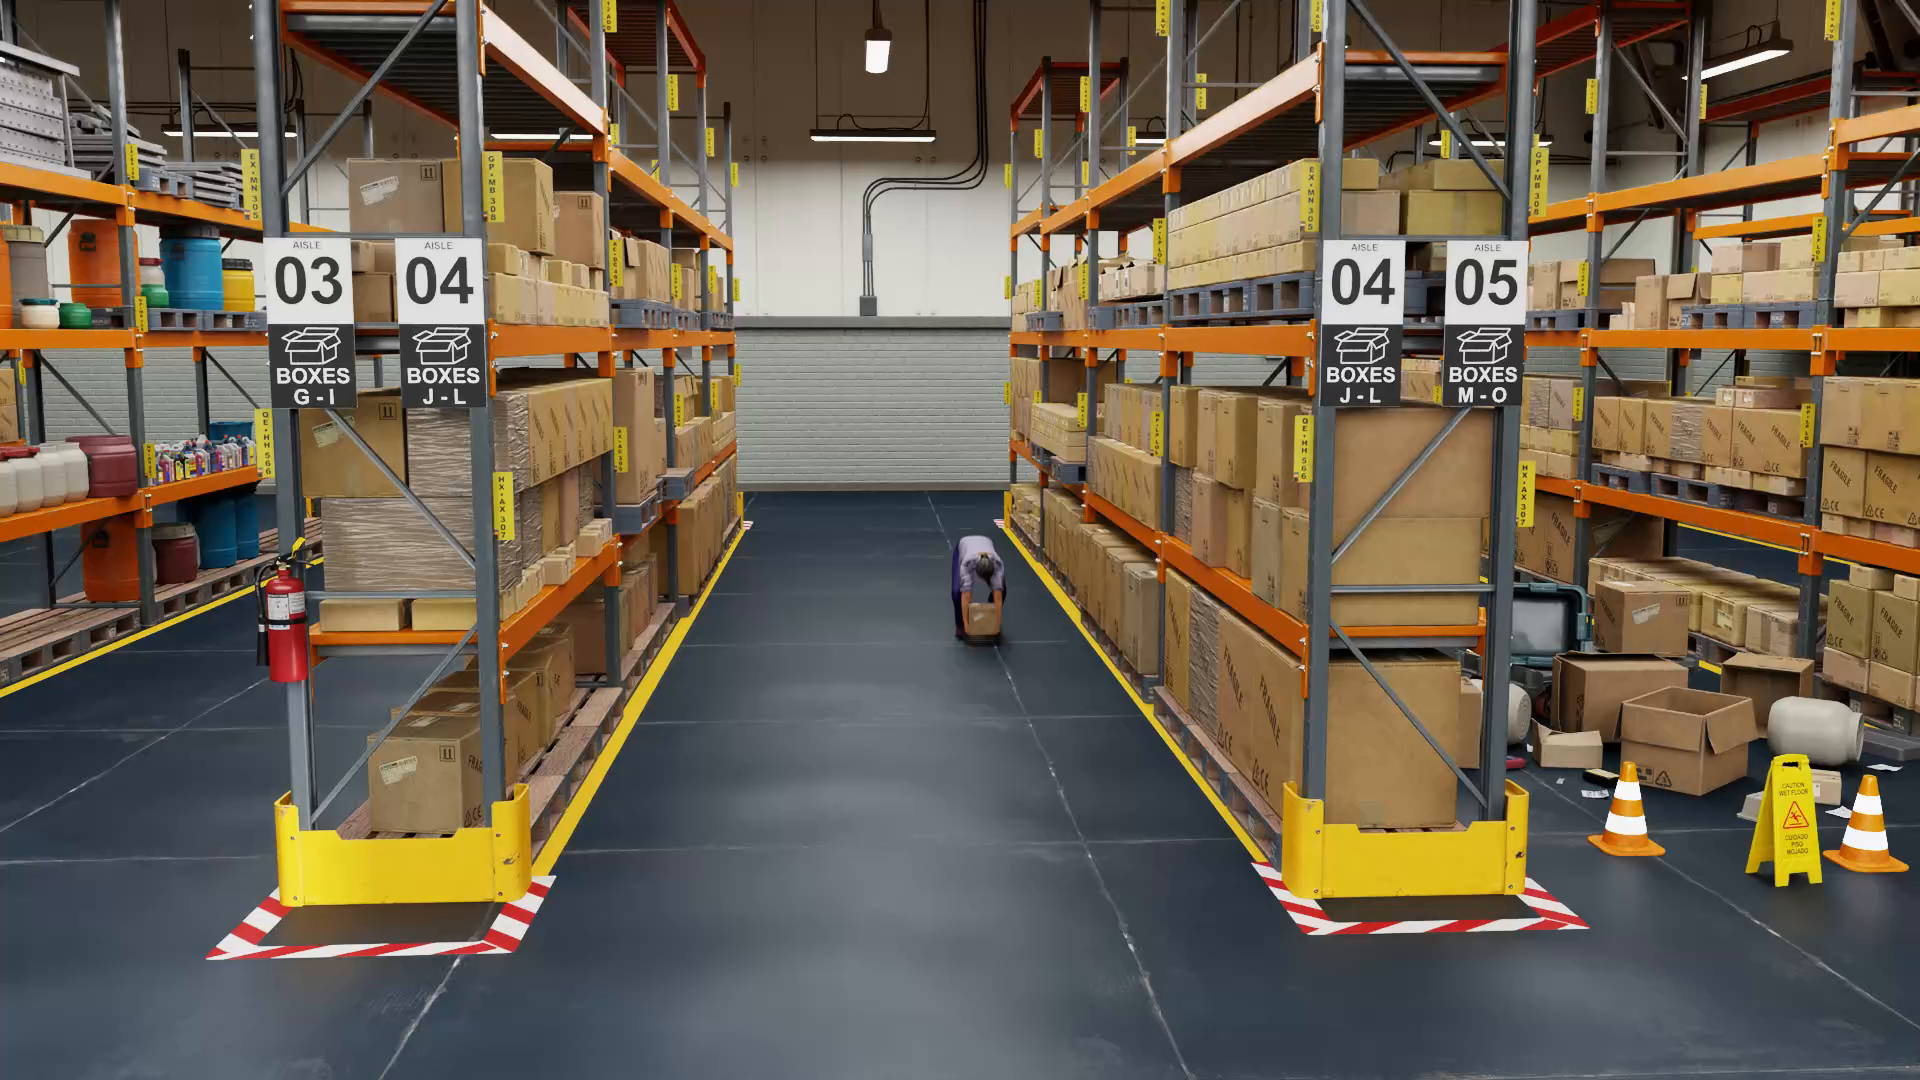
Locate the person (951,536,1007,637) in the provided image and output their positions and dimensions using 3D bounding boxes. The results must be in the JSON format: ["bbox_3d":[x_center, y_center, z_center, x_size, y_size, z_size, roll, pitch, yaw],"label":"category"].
[{"bbox_3d":[0.179,0.444,15.185,0.509,0.921,0.903,-1,7,-7],"label":"person"}]
